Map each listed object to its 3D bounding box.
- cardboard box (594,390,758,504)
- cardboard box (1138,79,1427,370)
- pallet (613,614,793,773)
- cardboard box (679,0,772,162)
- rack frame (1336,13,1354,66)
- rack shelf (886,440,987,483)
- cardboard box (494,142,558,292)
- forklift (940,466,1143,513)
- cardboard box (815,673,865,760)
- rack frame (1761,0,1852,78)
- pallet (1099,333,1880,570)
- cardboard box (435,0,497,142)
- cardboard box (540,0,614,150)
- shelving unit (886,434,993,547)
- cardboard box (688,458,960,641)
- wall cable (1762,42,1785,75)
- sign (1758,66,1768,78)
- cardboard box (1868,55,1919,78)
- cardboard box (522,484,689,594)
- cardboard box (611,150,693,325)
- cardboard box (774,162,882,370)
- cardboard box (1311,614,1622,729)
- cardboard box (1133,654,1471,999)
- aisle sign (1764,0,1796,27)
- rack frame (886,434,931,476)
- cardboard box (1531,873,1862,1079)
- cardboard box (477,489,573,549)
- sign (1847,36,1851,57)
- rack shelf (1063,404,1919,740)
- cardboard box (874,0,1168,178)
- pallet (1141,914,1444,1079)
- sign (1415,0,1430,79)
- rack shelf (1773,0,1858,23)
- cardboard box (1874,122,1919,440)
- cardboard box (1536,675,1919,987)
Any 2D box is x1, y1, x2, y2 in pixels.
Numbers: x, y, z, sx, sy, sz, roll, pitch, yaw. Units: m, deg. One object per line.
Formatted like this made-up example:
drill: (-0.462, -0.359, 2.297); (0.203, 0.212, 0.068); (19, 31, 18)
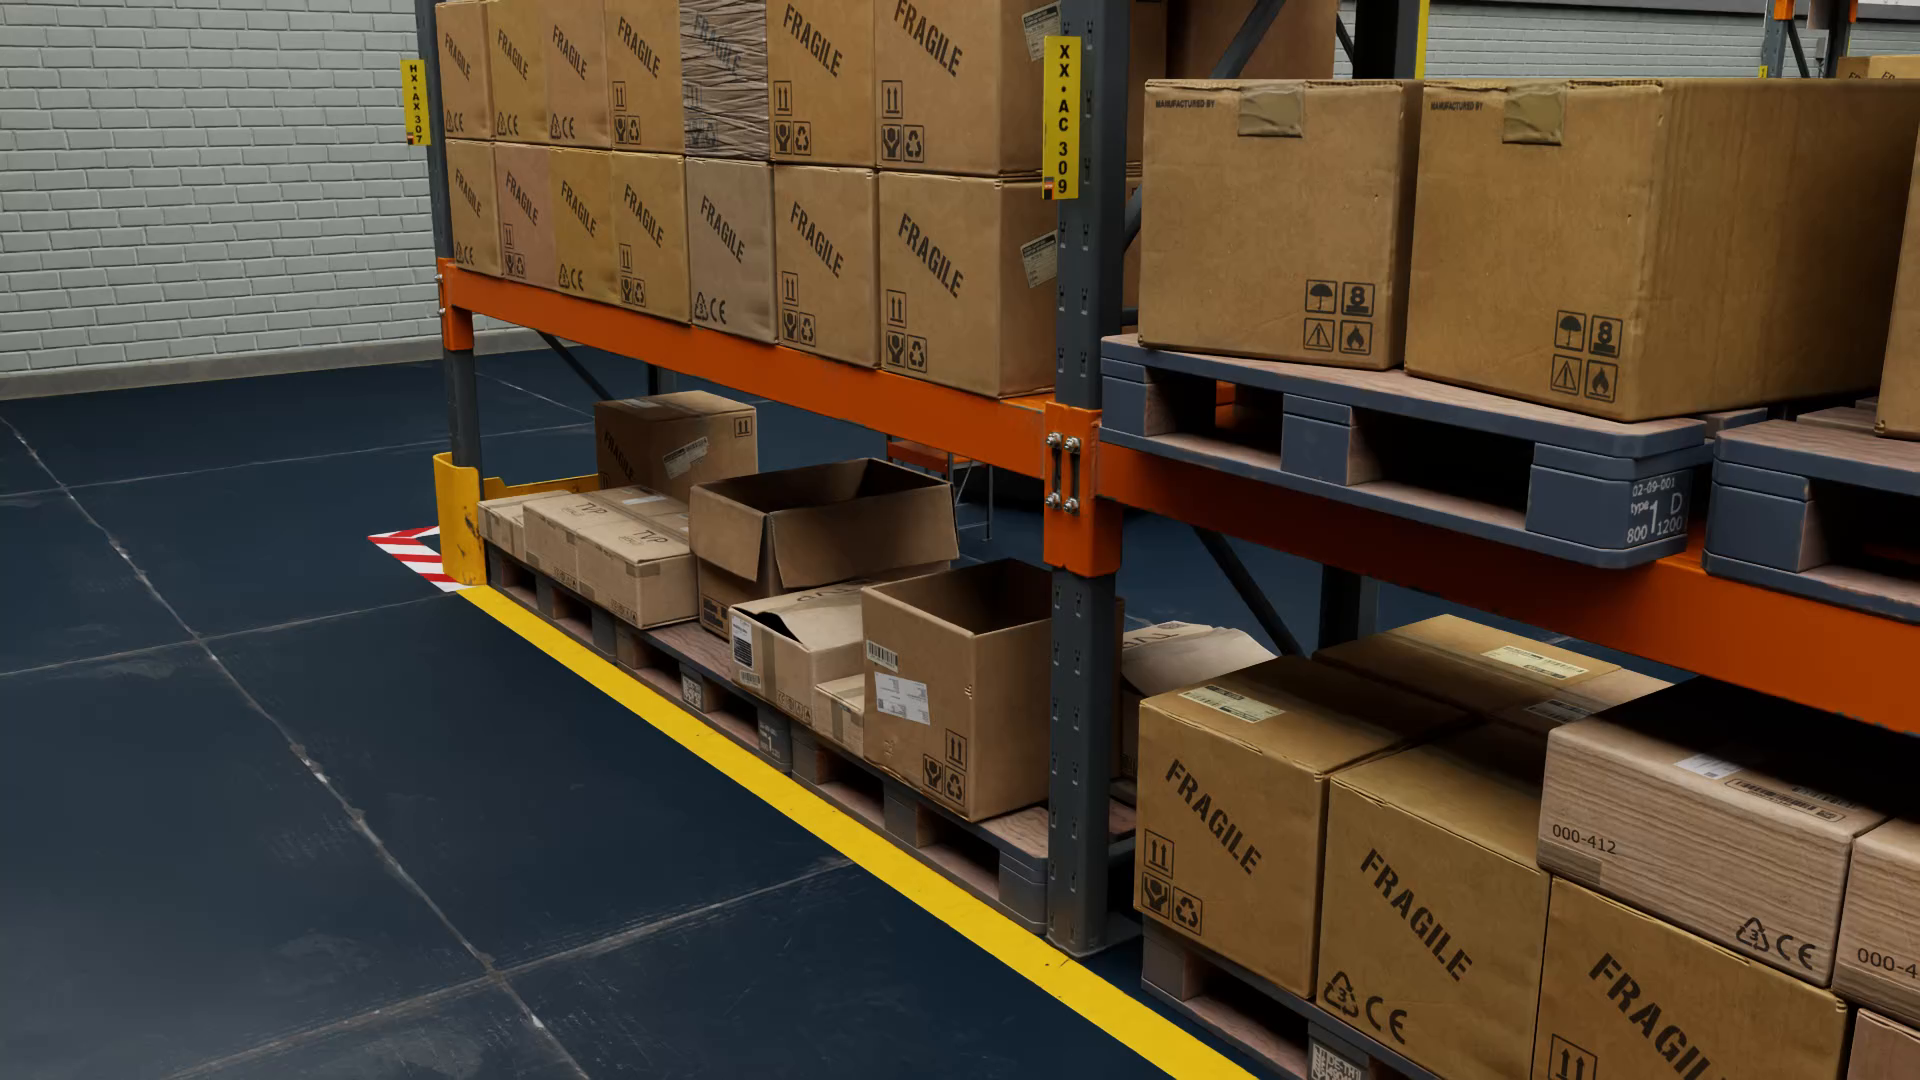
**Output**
cardboard box: (-1.186, -0.321, 6.970); (0.500, 0.500, 0.500); (-11, 19, -35)
cardboard box: (0.745, -0.653, 3.297); (0.500, 0.500, 0.700); (10, 18, 33)
pallet: (-0.477, 0.399, 5.719); (1.003, 0.211, 1.213); (-11, 19, -35)
cardboard box: (-0.459, -1.353, 4.756); (0.500, 0.500, 0.500); (-11, 19, -34)
rack frame: (2.304, -2.161, 9.789); (1.000, 3.000, 0.127); (-11, 19, -35)
rack shelf: (-0.097, -0.358, 7.617); (0.258, 0.148, 0.480); (-11, 19, -35)
cardboard box: (-1.350, -1.196, 6.074); (0.500, 0.500, 0.500); (-11, 19, -35)
forklift: (1.130, -1.879, 8.889); (1.130, 2.935, 3.031); (10, 18, 32)
cardboard box: (-0.186, 0.476, 4.722); (0.380, 0.149, 0.250); (-11, 19, -35)
rack frame: (6.310, -2.930, 12.598); (1.000, 3.000, 0.127); (-11, 19, -35)
pallet: (1.029, -0.258, 3.202); (1.003, 0.211, 1.213); (-11, 19, -35)
cardboard box: (-1.657, -1.788, 6.342); (0.500, 0.500, 0.500); (-10, 18, -33)
cardboard box: (-1.054, -1.569, 5.545); (0.500, 0.500, 0.500); (-11, 19, -34)
shelving unit: (-0.097, -0.614, 7.547); (0.258, 1.200, 0.503); (-11, 19, -35)
cardboard box: (-0.462, 0.053, 5.596); (0.797, 0.503, 0.637); (-11, 19, -35)
wall cable: (10.992, -6.173, 22.465); (0.585, 1.953, 0.123); (-11, 19, -35)
sign: (5.858, -3.300, 12.163); (0.100, 0.325, 0.005); (-11, 19, -35)
cardboard box: (6.668, -3.111, 11.561); (0.500, 0.500, 0.500); (-11, 19, -36)
cardboard box: (-1.321, -0.012, 6.312); (0.500, 0.250, 0.500); (-11, 19, -35)
cardboard box: (-0.764, -0.981, 5.290); (0.500, 0.500, 0.500); (-11, 19, -34)
cardboard box: (-0.159, -0.764, 4.494); (0.500, 0.500, 0.500); (-10, 18, -33)
cardboard box: (1.169, 0.516, 3.911); (0.500, 0.500, 0.500); (-11, 19, -35)
cardboard box: (0.734, 0.596, 3.618); (0.500, 0.500, 0.500); (-12, 19, -37)
aisle sign: (6.025, -4.152, 12.140); (0.394, 0.787, 0.004); (-11, 19, -35)
rack frame: (-0.241, -0.666, 7.737); (0.240, 1.200, 0.015); (-11, 19, -35)
cardboard box: (1.345, 0.816, 2.814); (0.500, 0.500, 0.500); (-11, 19, -34)
cardboard box: (-1.737, -0.087, 6.779); (0.380, 0.149, 0.250); (-11, 19, -35)
sign: (6.757, -3.684, 12.710); (0.100, 0.325, 0.005); (-11, 19, -35)
rack shelf: (1.823, 0.235, 2.396); (1.077, 0.370, 4.000); (-11, 19, -35)
cardboard box: (0.140, -1.137, 3.964); (0.500, 0.500, 0.500); (-11, 19, -34)
pallet: (1.156, 0.974, 3.617); (1.003, 0.211, 1.213); (-11, 19, -35)
sign: (1.094, -1.184, 4.026); (0.100, 0.325, 0.005); (-11, 19, -35)
rack shelf: (7.486, -3.602, 10.736); (1.077, 0.370, 4.000); (-11, 19, -35)
cardboard box: (1.736, -0.422, 2.450); (0.500, 0.500, 0.700); (12, 19, 38)
cardboard box: (1.322, 0.448, 2.739); (0.500, 0.250, 0.500); (-11, 19, -34)
